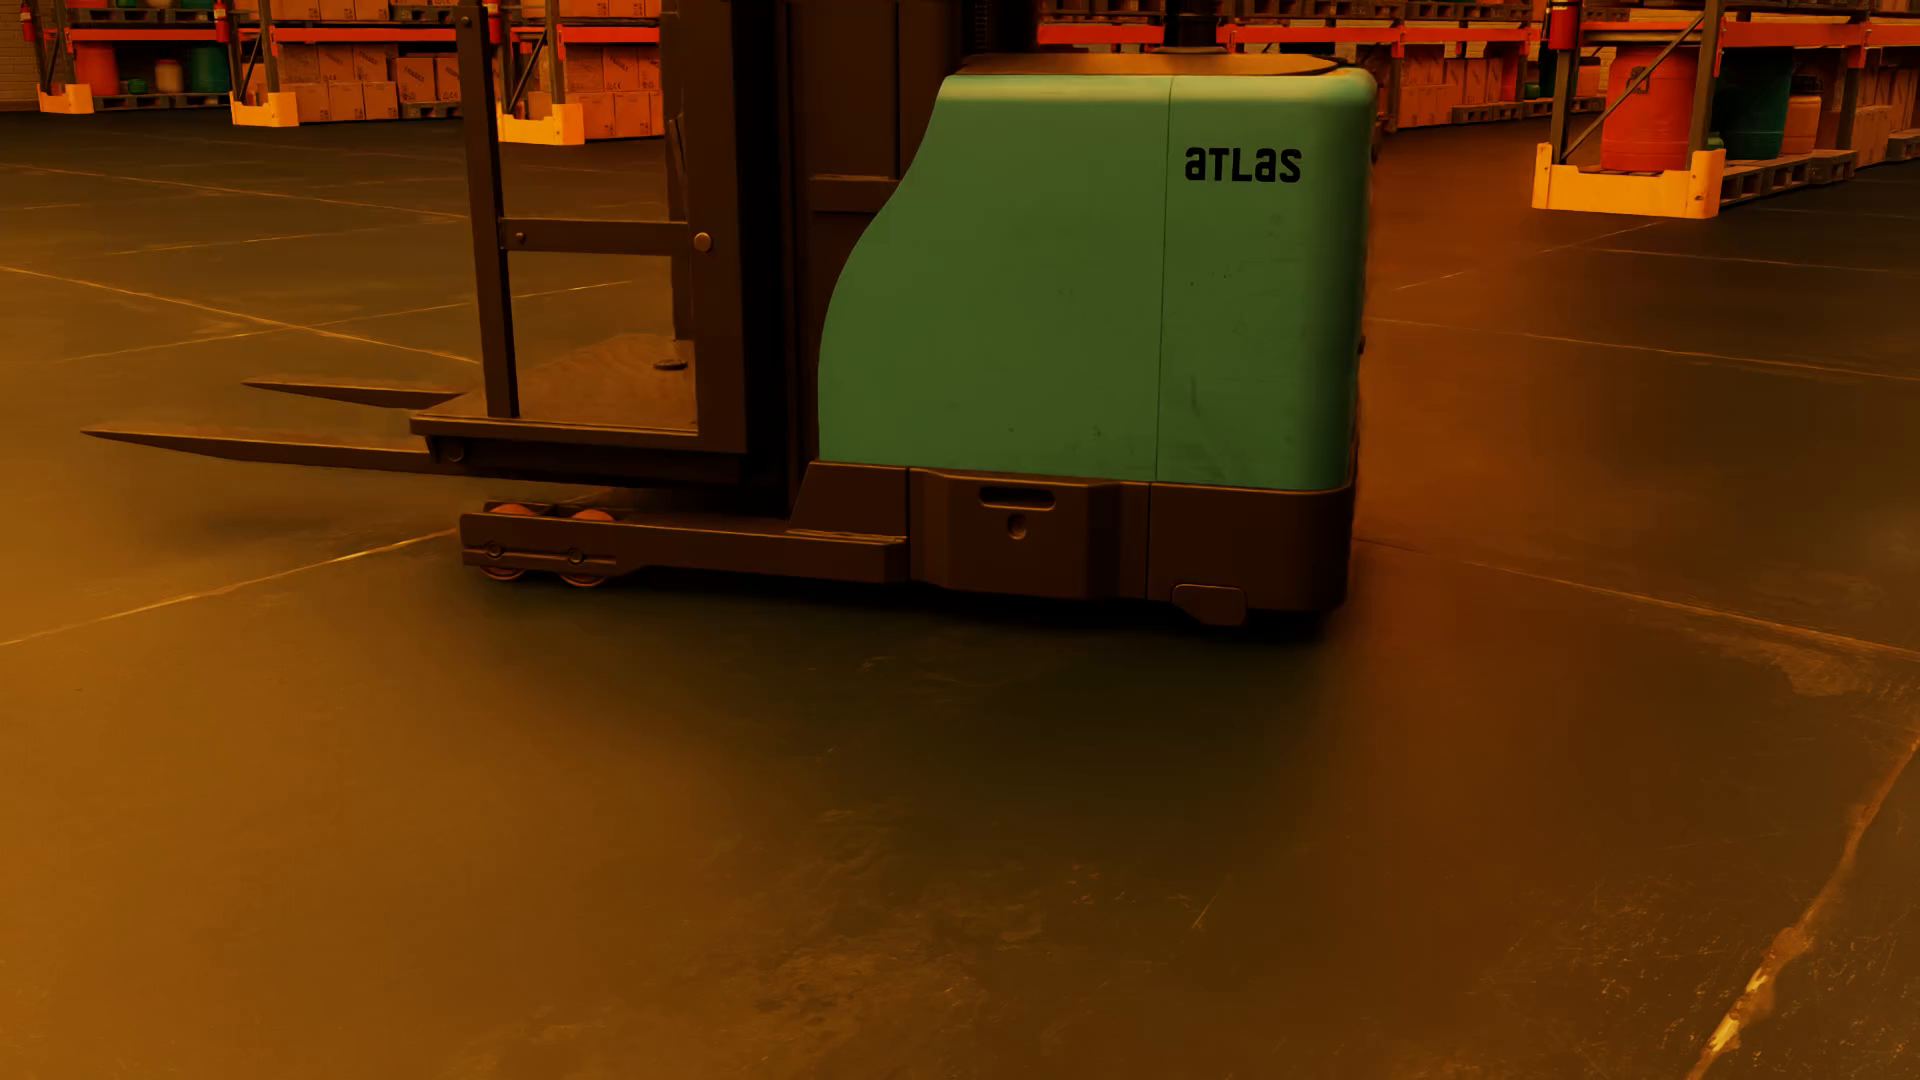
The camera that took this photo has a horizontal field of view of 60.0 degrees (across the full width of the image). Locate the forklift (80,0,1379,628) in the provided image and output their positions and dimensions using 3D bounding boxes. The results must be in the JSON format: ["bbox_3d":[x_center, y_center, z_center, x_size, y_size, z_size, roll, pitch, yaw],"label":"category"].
[{"bbox_3d":[-0.601,-1.442,3.648,3.031,2.935,1.130,4,17,14],"label":"forklift"}]
